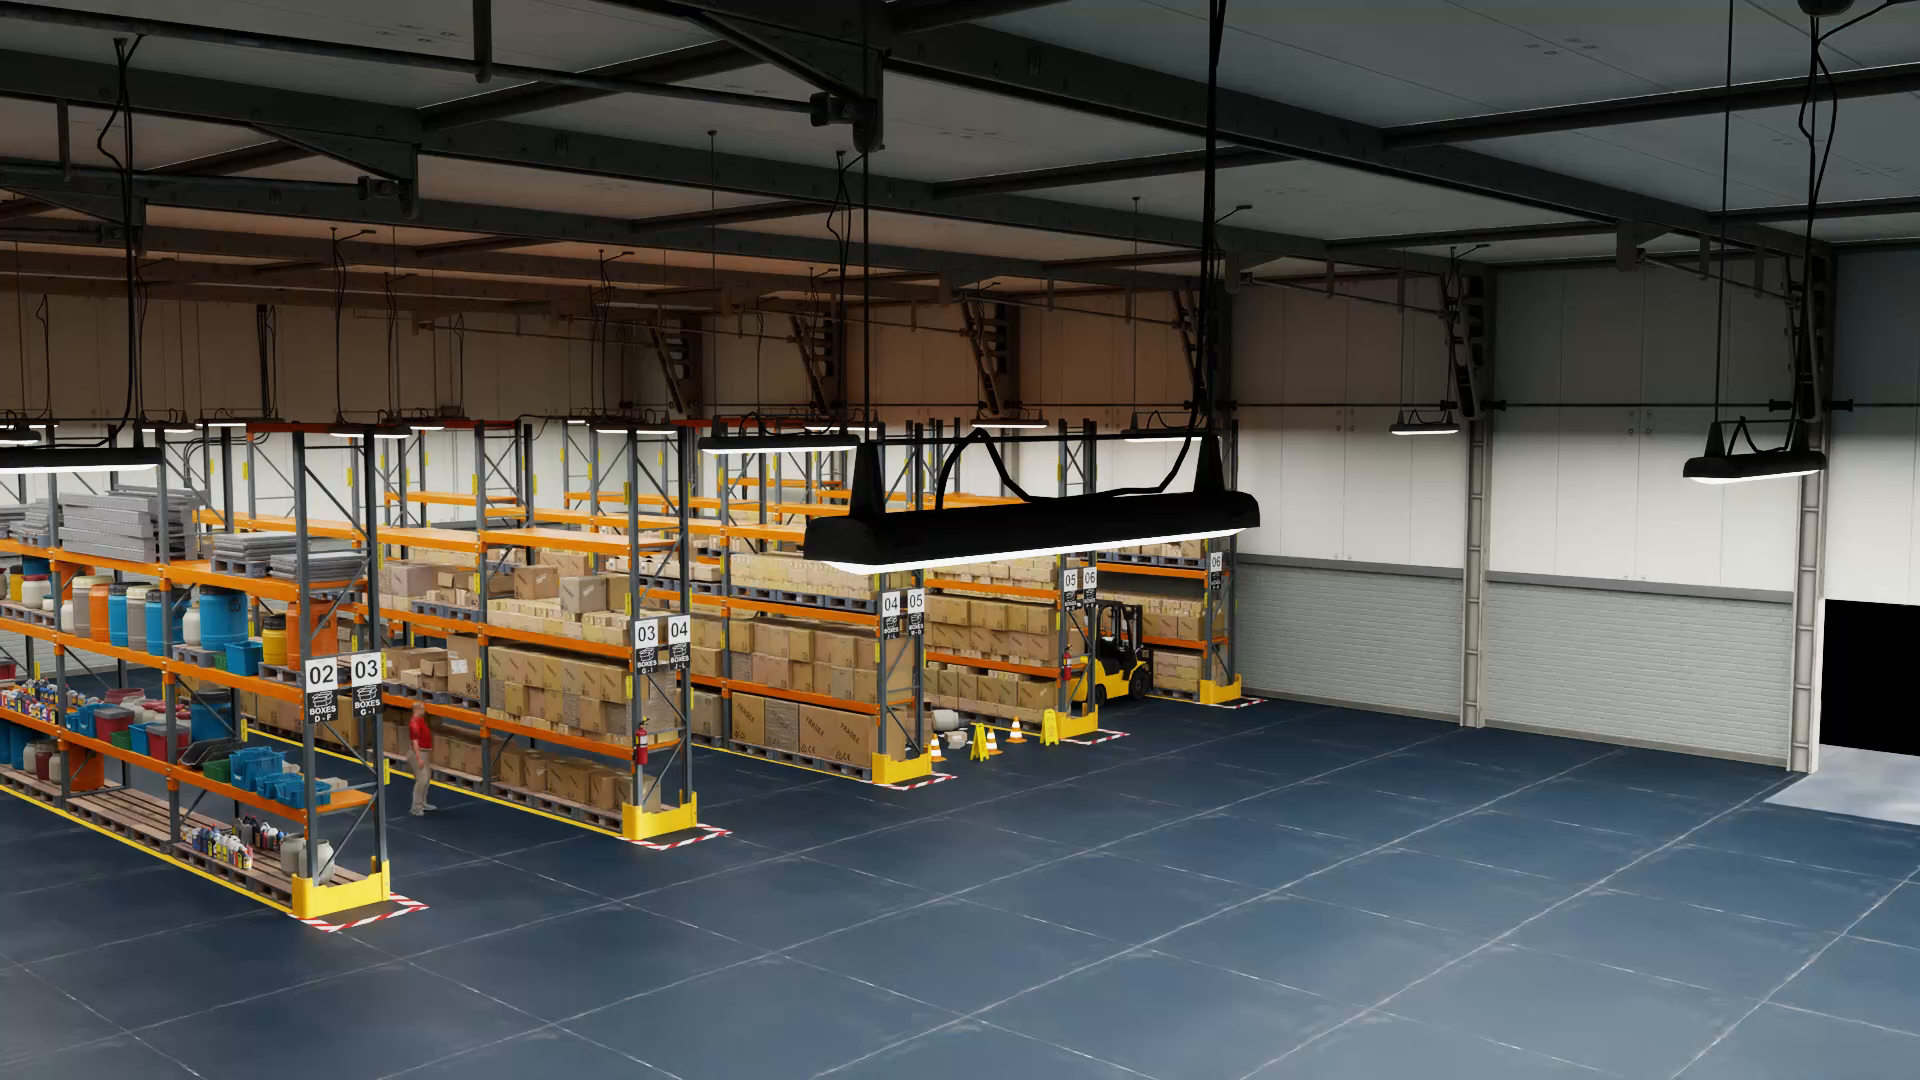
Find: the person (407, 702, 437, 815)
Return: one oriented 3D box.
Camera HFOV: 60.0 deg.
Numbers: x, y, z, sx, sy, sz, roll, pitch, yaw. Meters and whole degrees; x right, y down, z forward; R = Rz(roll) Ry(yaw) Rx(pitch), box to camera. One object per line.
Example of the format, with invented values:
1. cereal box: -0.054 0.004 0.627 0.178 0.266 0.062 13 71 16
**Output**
1. person: -8.372 3.408 25.863 0.392 1.815 0.598 0 5 -4
